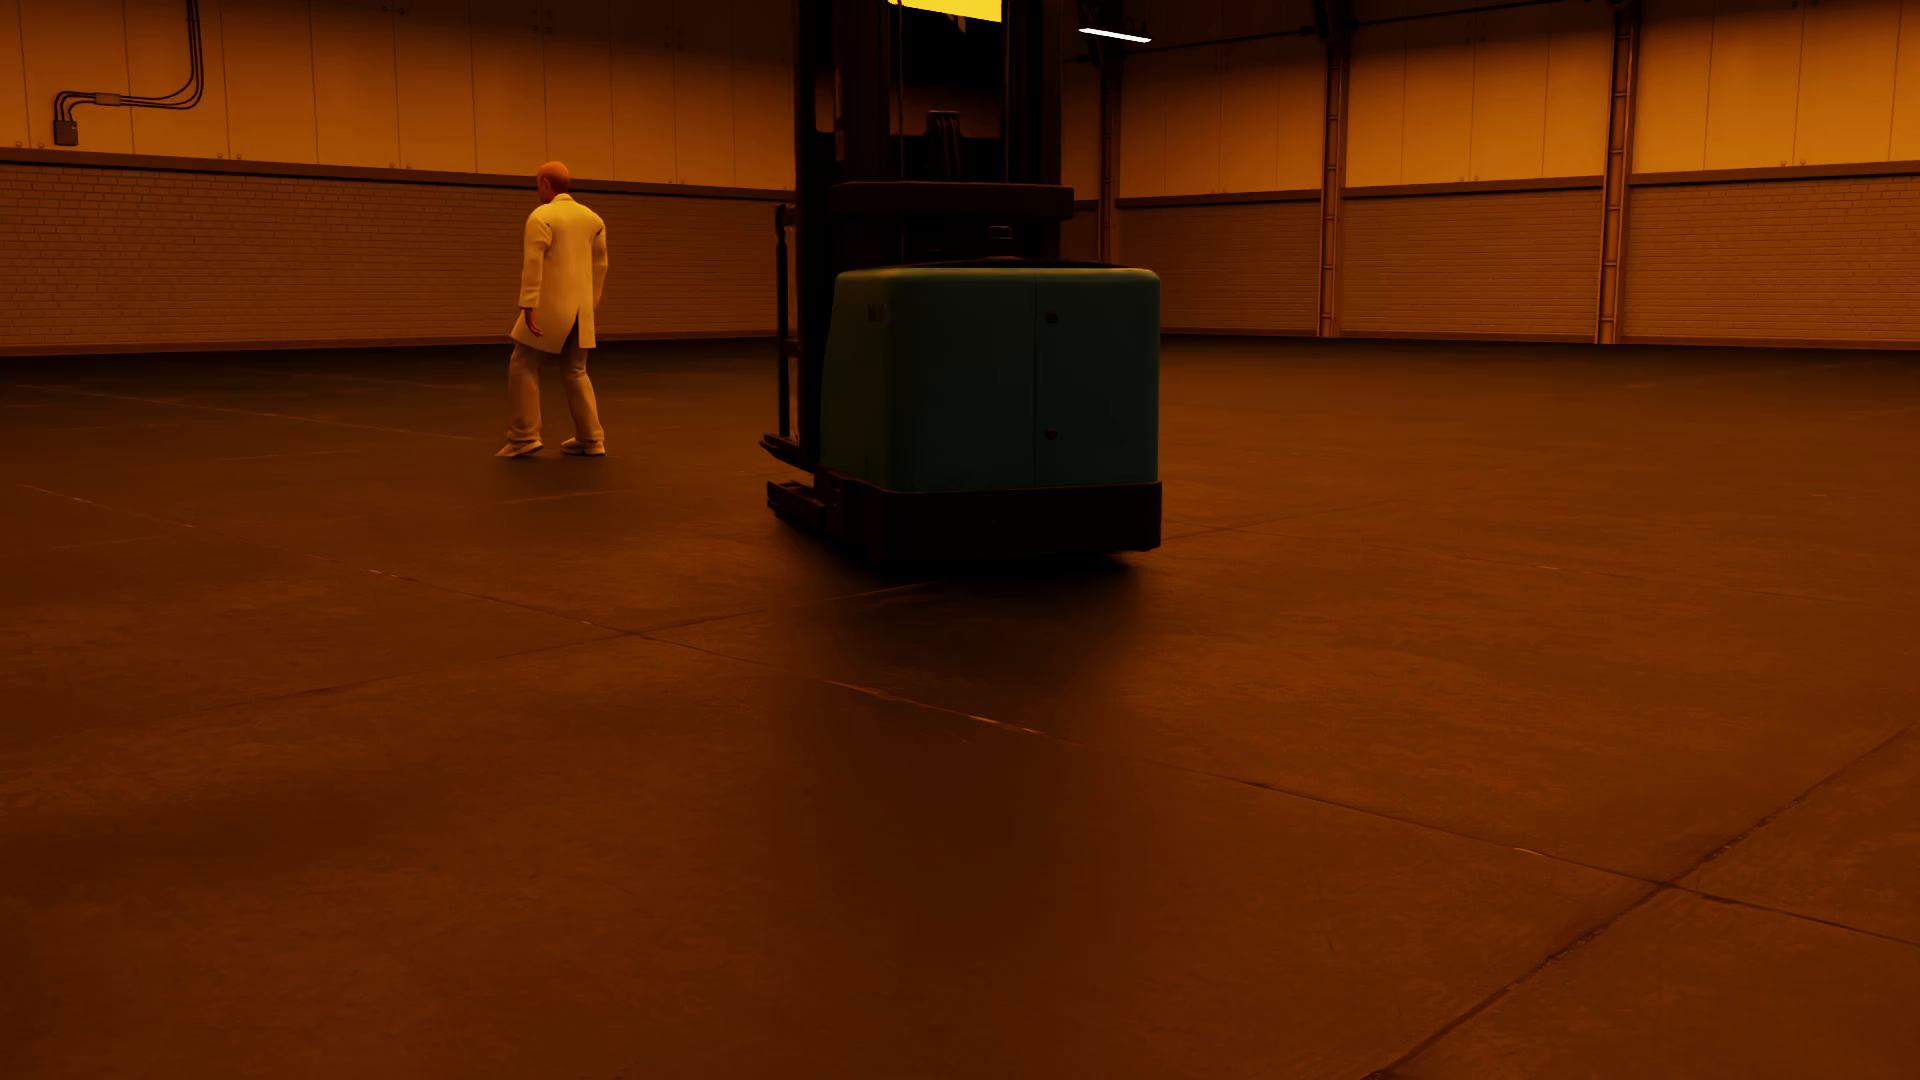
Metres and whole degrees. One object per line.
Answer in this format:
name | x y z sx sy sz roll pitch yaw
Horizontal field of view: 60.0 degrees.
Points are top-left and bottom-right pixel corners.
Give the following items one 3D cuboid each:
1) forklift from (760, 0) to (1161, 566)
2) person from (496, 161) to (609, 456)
forklift | -0.221 -1.537 7.081 1.130 2.935 3.031 -3 9 -19
person | -2.474 -1.369 10.110 0.606 1.825 0.685 6 10 35
